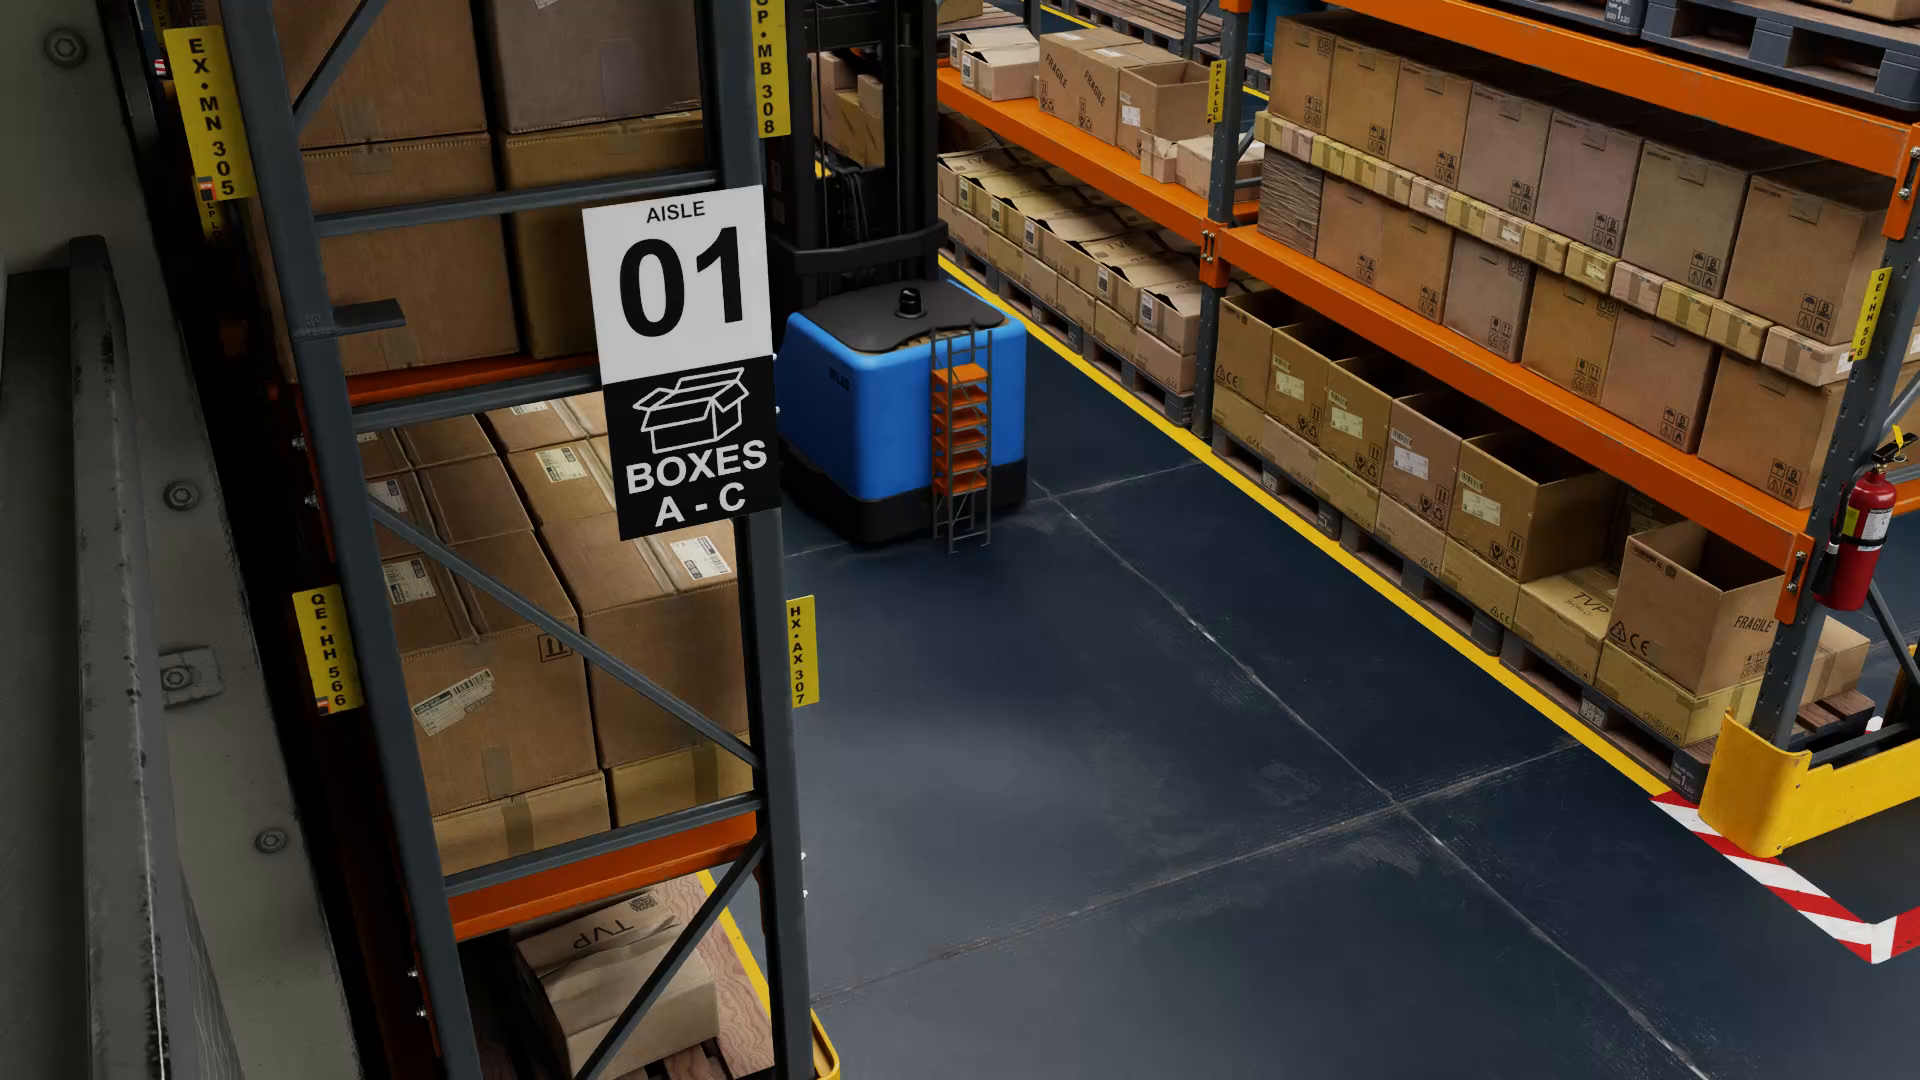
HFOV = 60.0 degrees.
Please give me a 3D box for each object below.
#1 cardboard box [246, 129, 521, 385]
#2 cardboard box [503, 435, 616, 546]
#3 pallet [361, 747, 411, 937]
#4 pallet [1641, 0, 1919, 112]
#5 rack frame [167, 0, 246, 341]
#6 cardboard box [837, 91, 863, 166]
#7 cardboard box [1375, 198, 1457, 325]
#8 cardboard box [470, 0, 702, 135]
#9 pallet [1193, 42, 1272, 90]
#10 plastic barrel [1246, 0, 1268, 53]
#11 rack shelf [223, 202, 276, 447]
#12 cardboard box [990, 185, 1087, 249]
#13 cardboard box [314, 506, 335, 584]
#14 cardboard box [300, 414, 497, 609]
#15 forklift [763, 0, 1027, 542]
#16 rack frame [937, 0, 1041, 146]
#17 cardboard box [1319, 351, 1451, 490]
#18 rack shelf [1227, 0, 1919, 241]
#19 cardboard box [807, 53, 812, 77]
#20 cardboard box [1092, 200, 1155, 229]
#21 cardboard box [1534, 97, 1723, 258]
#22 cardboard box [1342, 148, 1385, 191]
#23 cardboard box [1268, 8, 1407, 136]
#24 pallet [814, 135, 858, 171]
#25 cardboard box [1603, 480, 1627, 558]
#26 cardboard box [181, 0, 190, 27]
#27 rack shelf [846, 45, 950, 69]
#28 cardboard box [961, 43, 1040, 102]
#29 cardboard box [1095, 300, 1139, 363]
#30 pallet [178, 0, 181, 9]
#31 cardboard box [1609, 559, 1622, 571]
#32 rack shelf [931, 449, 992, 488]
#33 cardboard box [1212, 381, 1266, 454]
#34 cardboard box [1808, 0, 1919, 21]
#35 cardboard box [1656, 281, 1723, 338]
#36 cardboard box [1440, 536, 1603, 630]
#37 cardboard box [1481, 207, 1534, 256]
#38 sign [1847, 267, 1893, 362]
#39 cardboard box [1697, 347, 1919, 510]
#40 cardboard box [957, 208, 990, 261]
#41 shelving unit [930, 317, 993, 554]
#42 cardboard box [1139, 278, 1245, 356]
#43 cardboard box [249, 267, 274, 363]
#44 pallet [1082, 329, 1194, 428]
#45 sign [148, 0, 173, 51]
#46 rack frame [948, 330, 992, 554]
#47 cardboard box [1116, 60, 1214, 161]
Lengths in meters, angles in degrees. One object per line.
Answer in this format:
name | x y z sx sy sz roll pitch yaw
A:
cardboard box | -1.314 -0.708 3.757 0.500 0.500 0.500 -11 31 -18
cardboard box | -1.043 0.019 5.016 0.500 0.500 0.500 -13 32 -22
pallet | -1.775 1.062 6.641 1.003 0.211 1.213 -13 32 -22
pallet | 3.286 -1.846 5.998 1.003 0.211 1.213 -13 32 -22
rack frame | -4.340 -2.750 10.588 1.000 3.000 0.127 -13 32 -22
cardboard box | -0.703 -3.486 14.006 0.500 0.500 0.500 -14 32 -24
cardboard box | 2.490 -1.420 8.113 0.700 0.500 0.500 -13 32 -21
cardboard box | -0.852 -1.234 3.673 0.500 0.500 0.500 -16 33 -25
pallet | 3.184 -5.032 17.507 1.003 0.211 1.213 -13 32 -22
plastic barrel | 3.108 -5.621 17.424 0.600 0.901 0.708 -13 32 -22
rack shelf | -3.482 -1.553 9.188 1.077 0.370 4.000 -13 32 -22
cardboard box | 0.542 -2.271 11.543 0.500 0.311 0.500 -14 32 -23
cardboard box | -1.953 0.004 5.810 0.500 0.250 0.500 -13 32 -21
cardboard box | -1.733 -0.102 5.232 0.500 0.500 0.500 -14 32 -23
forklift | -0.835 -1.950 9.231 1.130 2.935 3.031 -17 33 -27
rack frame | 0.132 -3.792 12.446 1.000 3.000 0.127 -13 32 -22
cardboard box | 2.195 -0.624 8.411 0.500 0.500 0.500 -13 32 -22
rack shelf | 2.708 -2.136 7.161 1.077 0.370 4.000 -13 32 -22
cardboard box | -1.168 -4.281 14.657 0.500 0.250 0.500 -13 32 -22
cardboard box | 1.236 -2.167 11.357 0.500 0.311 0.500 -12 32 -21
cardboard box | 2.907 -1.554 7.025 0.700 0.500 0.500 -13 32 -22
cardboard box | 2.124 -1.852 8.221 0.380 0.149 0.250 -13 32 -22
cardboard box | 2.045 -2.440 8.606 0.700 0.500 0.500 -13 32 -22
pallet | -0.674 -3.452 14.690 1.003 0.211 1.213 -13 32 -22
cardboard box | 3.095 -0.291 7.818 0.500 0.500 0.500 -13 32 -22
cardboard box | -2.420 -1.842 5.778 0.500 0.500 0.500 -12 31 -20
rack shelf | -0.727 -4.362 14.197 1.077 0.370 4.000 -13 32 -22
cardboard box | 0.341 -3.317 11.690 0.500 0.311 0.500 -13 32 -23
cardboard box | 1.194 -1.355 10.482 0.500 0.250 0.500 -14 32 -23
pallet | -2.792 -2.505 7.275 1.213 0.211 1.003 -13 32 -22
cardboard box | 3.319 0.254 7.612 0.500 0.250 0.500 -13 32 -22
rack shelf | 0.008 -0.373 8.524 0.258 0.103 0.180 -14 32 -23
cardboard box | 1.774 -0.740 9.386 0.500 0.250 0.500 -13 32 -22
cardboard box | 3.324 -2.111 5.702 0.797 0.503 0.637 -11 31 -19
cardboard box | 3.007 -0.942 6.597 0.380 0.149 0.250 -14 32 -23
cardboard box | 2.628 0.144 7.808 0.500 0.250 0.500 -13 32 -22
cardboard box | 2.563 -1.398 7.411 0.380 0.149 0.250 -14 32 -23
sign | 3.070 -0.759 5.610 0.100 0.325 0.005 -13 32 -22
cardboard box | 3.378 -0.511 6.492 0.700 0.500 0.500 -13 32 -22
cardboard box | 0.308 -2.261 12.097 0.500 0.250 0.500 -14 32 -23
shelving unit | 0.008 -0.516 8.443 0.258 1.200 0.189 -14 32 -23
cardboard box | 1.416 -1.372 9.939 0.500 0.311 0.500 -13 32 -22
cardboard box | -2.610 -1.002 6.837 0.500 0.500 0.500 -14 32 -23
pallet | 1.498 -1.126 10.542 1.003 0.211 1.213 -13 32 -22
sign | -4.840 -3.137 10.094 0.100 0.325 0.005 -13 32 -22
rack frame | 0.049 -0.477 8.372 0.240 1.200 0.006 -14 32 -23
cardboard box | 1.308 -2.644 10.296 0.500 0.500 0.500 -11 31 -18
